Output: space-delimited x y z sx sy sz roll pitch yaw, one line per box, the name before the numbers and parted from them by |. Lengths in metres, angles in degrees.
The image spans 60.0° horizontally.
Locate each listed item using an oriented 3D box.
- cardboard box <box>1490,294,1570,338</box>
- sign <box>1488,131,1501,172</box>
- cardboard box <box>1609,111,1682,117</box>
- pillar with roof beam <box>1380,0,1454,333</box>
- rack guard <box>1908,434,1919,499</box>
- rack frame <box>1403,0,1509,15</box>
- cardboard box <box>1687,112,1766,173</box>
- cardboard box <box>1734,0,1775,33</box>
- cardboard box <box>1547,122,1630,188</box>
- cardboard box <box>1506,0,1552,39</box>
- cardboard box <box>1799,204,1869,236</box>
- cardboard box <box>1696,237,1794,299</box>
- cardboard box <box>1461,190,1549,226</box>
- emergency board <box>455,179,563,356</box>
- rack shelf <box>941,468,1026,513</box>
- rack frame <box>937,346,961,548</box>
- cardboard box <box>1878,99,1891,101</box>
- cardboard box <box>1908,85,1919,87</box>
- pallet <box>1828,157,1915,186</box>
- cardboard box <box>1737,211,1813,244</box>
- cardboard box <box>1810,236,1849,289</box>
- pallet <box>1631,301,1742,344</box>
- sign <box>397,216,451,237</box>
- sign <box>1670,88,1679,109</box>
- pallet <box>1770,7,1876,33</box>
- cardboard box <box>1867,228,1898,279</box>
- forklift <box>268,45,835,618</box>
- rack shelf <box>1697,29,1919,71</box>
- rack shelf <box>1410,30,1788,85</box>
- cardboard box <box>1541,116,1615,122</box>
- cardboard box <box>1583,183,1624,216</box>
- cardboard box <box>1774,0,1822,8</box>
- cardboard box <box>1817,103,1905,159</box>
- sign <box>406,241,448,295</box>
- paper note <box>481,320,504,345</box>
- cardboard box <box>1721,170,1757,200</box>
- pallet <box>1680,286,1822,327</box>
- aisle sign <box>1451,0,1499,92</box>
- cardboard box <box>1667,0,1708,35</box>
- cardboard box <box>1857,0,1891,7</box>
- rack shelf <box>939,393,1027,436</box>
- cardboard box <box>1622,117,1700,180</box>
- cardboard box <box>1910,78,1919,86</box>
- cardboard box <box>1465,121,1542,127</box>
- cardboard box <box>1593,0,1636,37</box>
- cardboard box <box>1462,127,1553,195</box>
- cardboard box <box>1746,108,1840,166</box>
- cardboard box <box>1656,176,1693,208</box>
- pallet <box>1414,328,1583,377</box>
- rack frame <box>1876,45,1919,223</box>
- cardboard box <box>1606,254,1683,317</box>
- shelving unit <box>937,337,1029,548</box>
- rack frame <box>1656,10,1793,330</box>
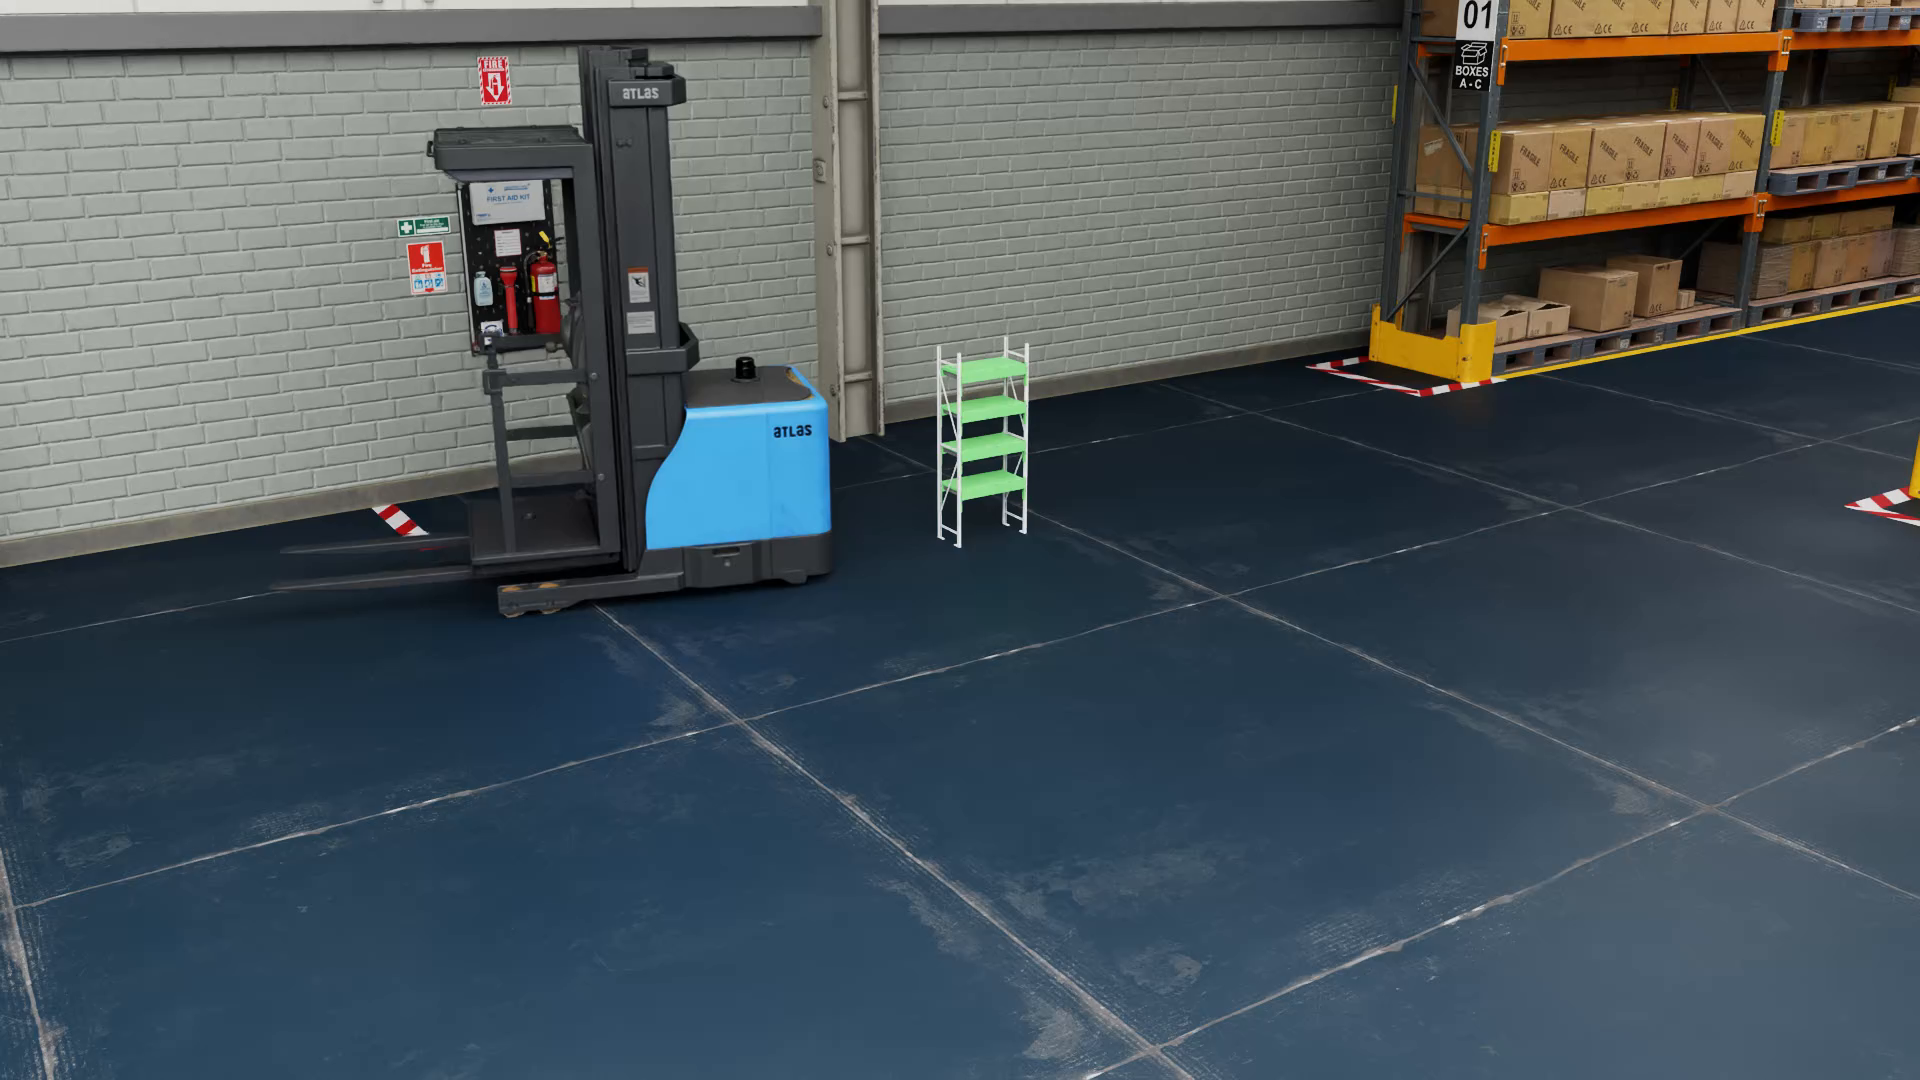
cardboard box | 5.189 -2.060 15.167 0.500 0.311 0.500 -10 21 -27
sign | 4.384 -3.192 13.653 0.005 0.325 0.100 -12 22 -31
cardboard box | 6.485 -3.809 15.859 0.500 0.500 0.500 -12 22 -32
pillar with roof beam | 6.562 -4.973 10.903 0.400 9.000 9.100 -12 22 -31
rack guard | 6.793 -0.415 10.691 0.348 0.500 1.175 -12 22 -31
rack frame | 4.085 -5.769 13.260 0.127 3.000 1.000 -12 22 -31
cardboard box | 7.201 -3.760 15.714 0.500 0.500 0.500 -12 22 -32
cardboard box | 7.138 -4.954 15.345 0.500 0.500 0.500 -11 22 -30
cardboard box | 5.503 -3.399 14.646 0.500 0.500 0.500 -13 22 -33
cardboard box | 4.502 -4.397 13.697 0.500 0.500 0.500 -11 22 -30
cardboard box | 9.257 -3.400 17.663 0.500 0.250 0.500 -12 22 -32
cardboard box | 8.032 -2.790 17.031 0.500 0.500 0.700 -11 22 -30
cardboard box | 4.668 -2.867 14.244 0.500 0.250 0.500 -13 22 -33
emergency board | -2.902 -1.800 10.886 0.643 1.169 0.194 -12 22 -31
rack shelf | 0.138 -0.310 10.236 0.480 0.148 0.258 -12 22 -31
rack frame | -0.066 -0.555 10.012 0.015 1.200 0.240 -12 22 -31
cardboard box | 10.380 -4.507 18.049 0.500 0.500 0.700 -15 24 -38
cardboard box | 10.495 -4.831 17.995 0.250 0.149 0.380 -16 24 -38
pallet | 9.136 -3.886 17.355 1.213 0.211 1.003 -12 22 -31
cardboard box | 8.398 -3.224 17.143 0.500 0.250 0.500 -12 22 -33
cardboard box | 8.884 -2.974 17.574 0.500 0.500 0.700 -12 22 -31
pallet | 6.885 -2.183 16.373 1.213 0.211 1.003 -12 22 -31
sign | -3.412 -1.997 10.584 0.331 0.109 0.001 -12 22 -31
sign | 7.118 -4.328 16.556 0.005 0.325 0.100 -12 22 -31
pallet | 8.000 -5.044 16.091 1.003 0.211 1.213 -12 22 -31
cardboard box | 9.700 -3.160 18.126 0.500 0.500 0.700 -12 22 -31
forklift | -2.295 -1.157 9.092 3.031 2.935 1.130 -5 19 -16
rack shelf | 9.096 -5.064 16.981 4.000 0.370 1.077 -12 22 -31
rack shelf | 5.756 -4.360 14.897 4.000 0.370 1.077 -12 22 -31
cardboard box | 5.638 -3.628 15.324 0.500 0.500 0.500 -12 22 -31
cardboard box | 5.522 -3.050 14.787 0.500 0.250 0.500 -12 22 -32
cardboard box | 7.927 -5.374 15.962 0.500 0.500 0.500 -9 20 -24
cardboard box | 9.351 -4.281 17.382 0.500 0.500 0.700 -12 22 -31
sign | -3.420 -1.747 10.674 0.234 0.329 0.001 -12 22 -31
paper note | -3.088 -1.370 10.989 0.142 0.148 0.016 -12 22 -31
cardboard box | 7.197 -3.406 15.839 0.500 0.250 0.500 -12 22 -31
pallet | 8.075 -2.449 17.158 1.213 0.211 1.003 -12 22 -31
aisle sign | 4.190 -4.066 13.529 0.004 0.787 0.394 -12 22 -31
cardboard box | 6.269 -4.761 14.774 0.500 0.500 0.500 -13 23 -33
cardboard box | 8.957 -5.591 16.605 0.500 0.500 0.500 -13 23 -33
rack shelf | 0.138 -0.764 10.082 0.480 0.148 0.258 -12 22 -31
cardboard box | 6.361 -3.584 15.196 0.500 0.500 0.500 -13 22 -33
cardboard box | 11.003 -5.039 18.643 0.500 0.250 0.500 -11 22 -30
cardboard box | 4.788 -3.447 14.789 0.500 0.500 0.500 -12 22 -31
cardboard box | 5.402 -4.575 14.222 0.500 0.500 0.500 -11 21 -29
cardboard box | 4.649 -3.225 14.132 0.500 0.500 0.500 -12 22 -31
cardboard box | 8.341 -4.065 16.742 0.500 0.500 0.700 -9 21 -26
cardboard box | 6.365 -3.228 15.311 0.500 0.250 0.500 -12 22 -32
pallet | 4.847 -1.753 15.102 1.213 0.211 1.003 -12 22 -31
rack frame | 10.767 -4.337 18.388 0.127 3.000 1.000 -12 22 -31
cardboard box | 6.581 -2.463 16.062 0.500 0.500 0.500 -14 23 -35
shelving unit | 0.138 -0.598 10.139 0.503 1.200 0.258 -12 22 -31
rack frame | 7.426 -3.632 16.304 0.127 3.000 1.000 -12 22 -31
